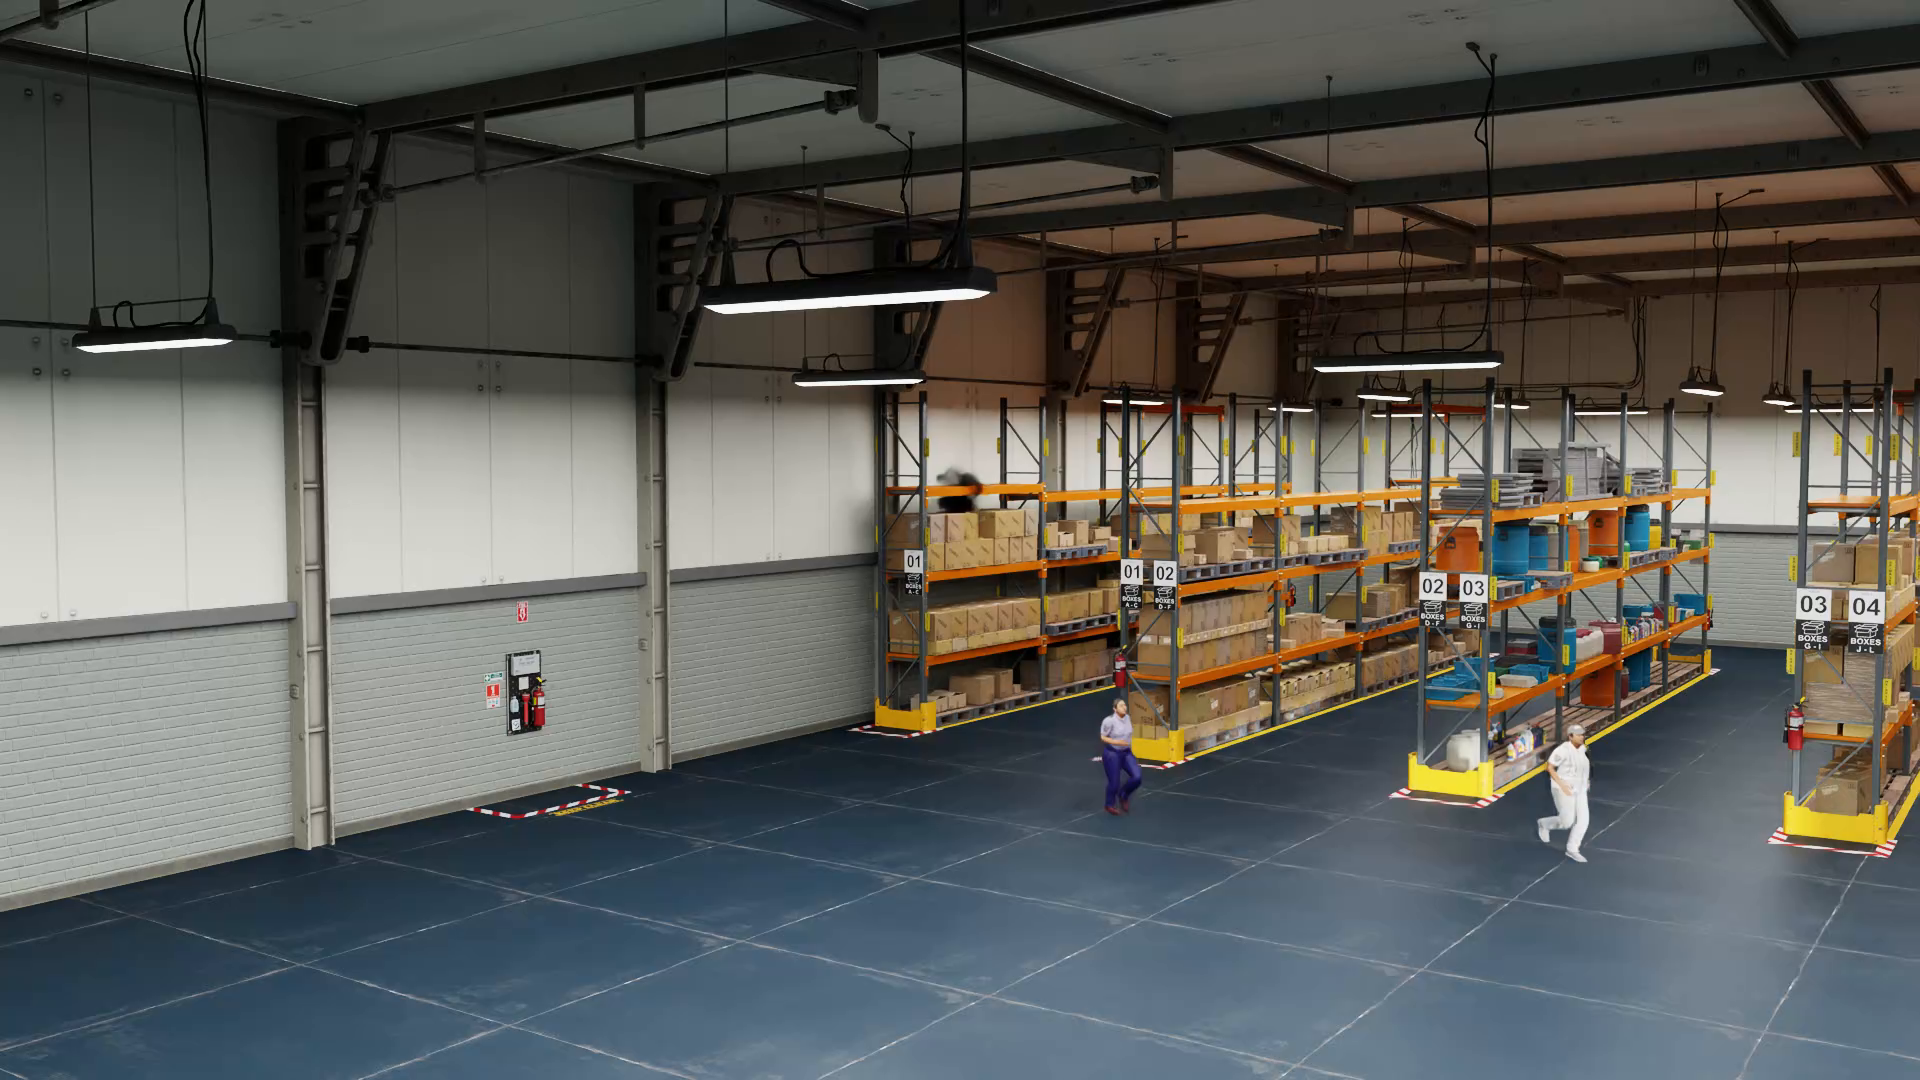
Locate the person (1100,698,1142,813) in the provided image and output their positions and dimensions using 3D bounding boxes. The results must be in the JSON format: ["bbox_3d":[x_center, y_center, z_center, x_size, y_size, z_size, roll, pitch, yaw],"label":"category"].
[{"bbox_3d":[2.159,2.941,22.560,0.599,1.591,0.645,-2,4,-30],"label":"person"}]

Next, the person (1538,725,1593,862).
[{"bbox_3d":[7.452,3.069,20.409,0.628,1.644,0.701,-2,4,-29],"label":"person"}]
